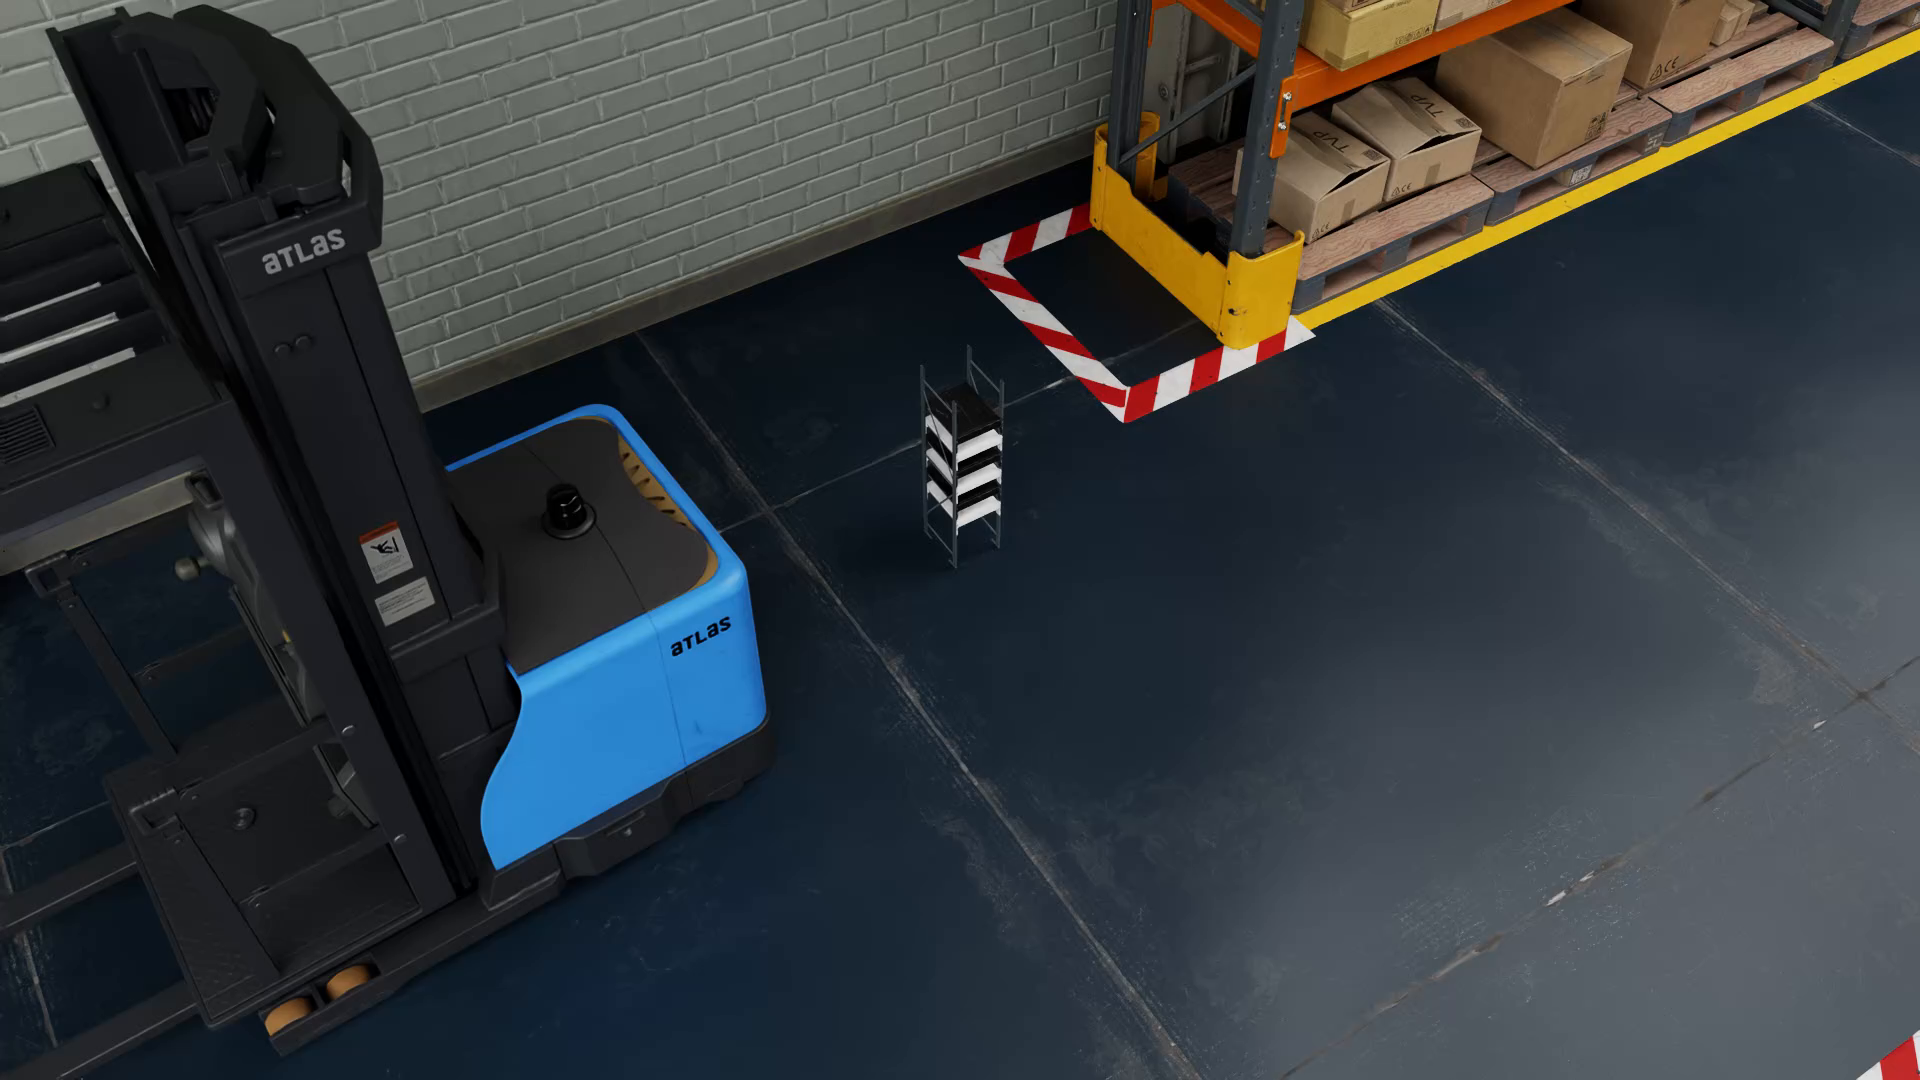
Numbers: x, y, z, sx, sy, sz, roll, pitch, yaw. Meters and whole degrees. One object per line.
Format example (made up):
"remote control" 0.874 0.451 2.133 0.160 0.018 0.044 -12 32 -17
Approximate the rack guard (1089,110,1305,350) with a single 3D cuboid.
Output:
"rack guard" 1.060 -1.439 7.642 0.348 0.500 1.175 -25 53 -21

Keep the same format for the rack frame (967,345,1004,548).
"rack frame" 0.093 -0.343 6.398 0.006 0.900 0.240 -25 53 -21

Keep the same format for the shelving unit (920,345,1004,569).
"shelving unit" 0.007 -0.303 6.362 0.210 0.900 0.258 -25 53 -21

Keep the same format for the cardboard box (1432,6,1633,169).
"cardboard box" 2.758 -2.262 8.080 0.500 0.500 0.700 -28 54 -23

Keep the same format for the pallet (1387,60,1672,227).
"pallet" 2.796 -2.127 8.448 1.213 0.211 1.003 -25 53 -21

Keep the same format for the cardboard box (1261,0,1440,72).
"cardboard box" 1.578 -2.191 6.725 0.500 0.250 0.500 -27 54 -22

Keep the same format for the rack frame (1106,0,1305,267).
"rack frame" 0.996 -2.240 6.682 0.127 3.000 1.000 -25 53 -21

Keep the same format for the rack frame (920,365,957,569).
"rack frame" -0.079 -0.262 6.326 0.006 0.900 0.240 -25 53 -21

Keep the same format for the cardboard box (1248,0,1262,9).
"cardboard box" 1.287 -2.505 7.005 0.500 0.250 0.500 -25 53 -20

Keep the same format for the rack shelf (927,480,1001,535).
"rack shelf" 0.007 -0.161 6.521 0.200 0.077 0.258 -25 53 -21

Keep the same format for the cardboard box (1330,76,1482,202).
"cardboard box" 2.111 -1.938 7.919 0.500 0.311 0.500 -21 52 -18

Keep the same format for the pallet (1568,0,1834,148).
"pallet" 3.829 -2.617 8.884 1.213 0.211 1.003 -25 53 -21

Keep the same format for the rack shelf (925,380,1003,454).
"rack shelf" 0.007 -0.460 6.185 0.200 0.077 0.258 -25 53 -21

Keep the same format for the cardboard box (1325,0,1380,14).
"cardboard box" 1.560 -2.447 6.450 0.500 0.500 0.500 -25 53 -21

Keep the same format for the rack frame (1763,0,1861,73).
"rack frame" 4.379 -3.834 8.101 0.127 3.000 1.000 -25 53 -21

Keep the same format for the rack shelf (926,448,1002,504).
"rack shelf" 0.007 -0.280 6.387 0.200 0.077 0.258 -25 53 -21

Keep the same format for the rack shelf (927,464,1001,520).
"rack shelf" 0.007 -0.220 6.454 0.200 0.077 0.258 -25 53 -21

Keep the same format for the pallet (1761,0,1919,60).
"pallet" 5.036 -3.218 9.419 1.213 0.211 1.003 -25 53 -21

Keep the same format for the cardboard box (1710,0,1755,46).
"cardboard box" 3.942 -2.806 8.788 0.250 0.166 0.380 -32 56 -25

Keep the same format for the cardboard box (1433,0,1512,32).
"cardboard box" 2.009 -2.407 6.917 0.500 0.250 0.500 -27 54 -22

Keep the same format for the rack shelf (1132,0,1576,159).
"rack shelf" 2.687 -2.798 7.660 4.000 0.370 1.077 -25 53 -21

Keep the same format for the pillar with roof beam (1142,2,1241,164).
"pillar with roof beam" 3.423 -2.341 2.755 0.400 9.000 9.100 -25 53 -21

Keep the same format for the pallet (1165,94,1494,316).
"pallet" 1.766 -1.644 8.018 1.213 0.211 1.003 -25 53 -21

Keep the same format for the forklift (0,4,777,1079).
"forklift" -2.152 0.176 4.576 3.031 2.935 1.130 -28 54 -23

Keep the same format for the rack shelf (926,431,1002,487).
"rack shelf" 0.007 -0.340 6.320 0.200 0.077 0.258 -25 53 -21

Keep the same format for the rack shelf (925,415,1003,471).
"rack shelf" 0.007 -0.400 6.253 0.200 0.077 0.258 -25 53 -21

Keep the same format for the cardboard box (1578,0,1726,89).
"cardboard box" 3.522 -2.710 8.479 0.500 0.500 0.500 -29 54 -23

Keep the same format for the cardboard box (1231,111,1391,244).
"cardboard box" 1.629 -1.711 7.716 0.500 0.311 0.500 -31 55 -25
